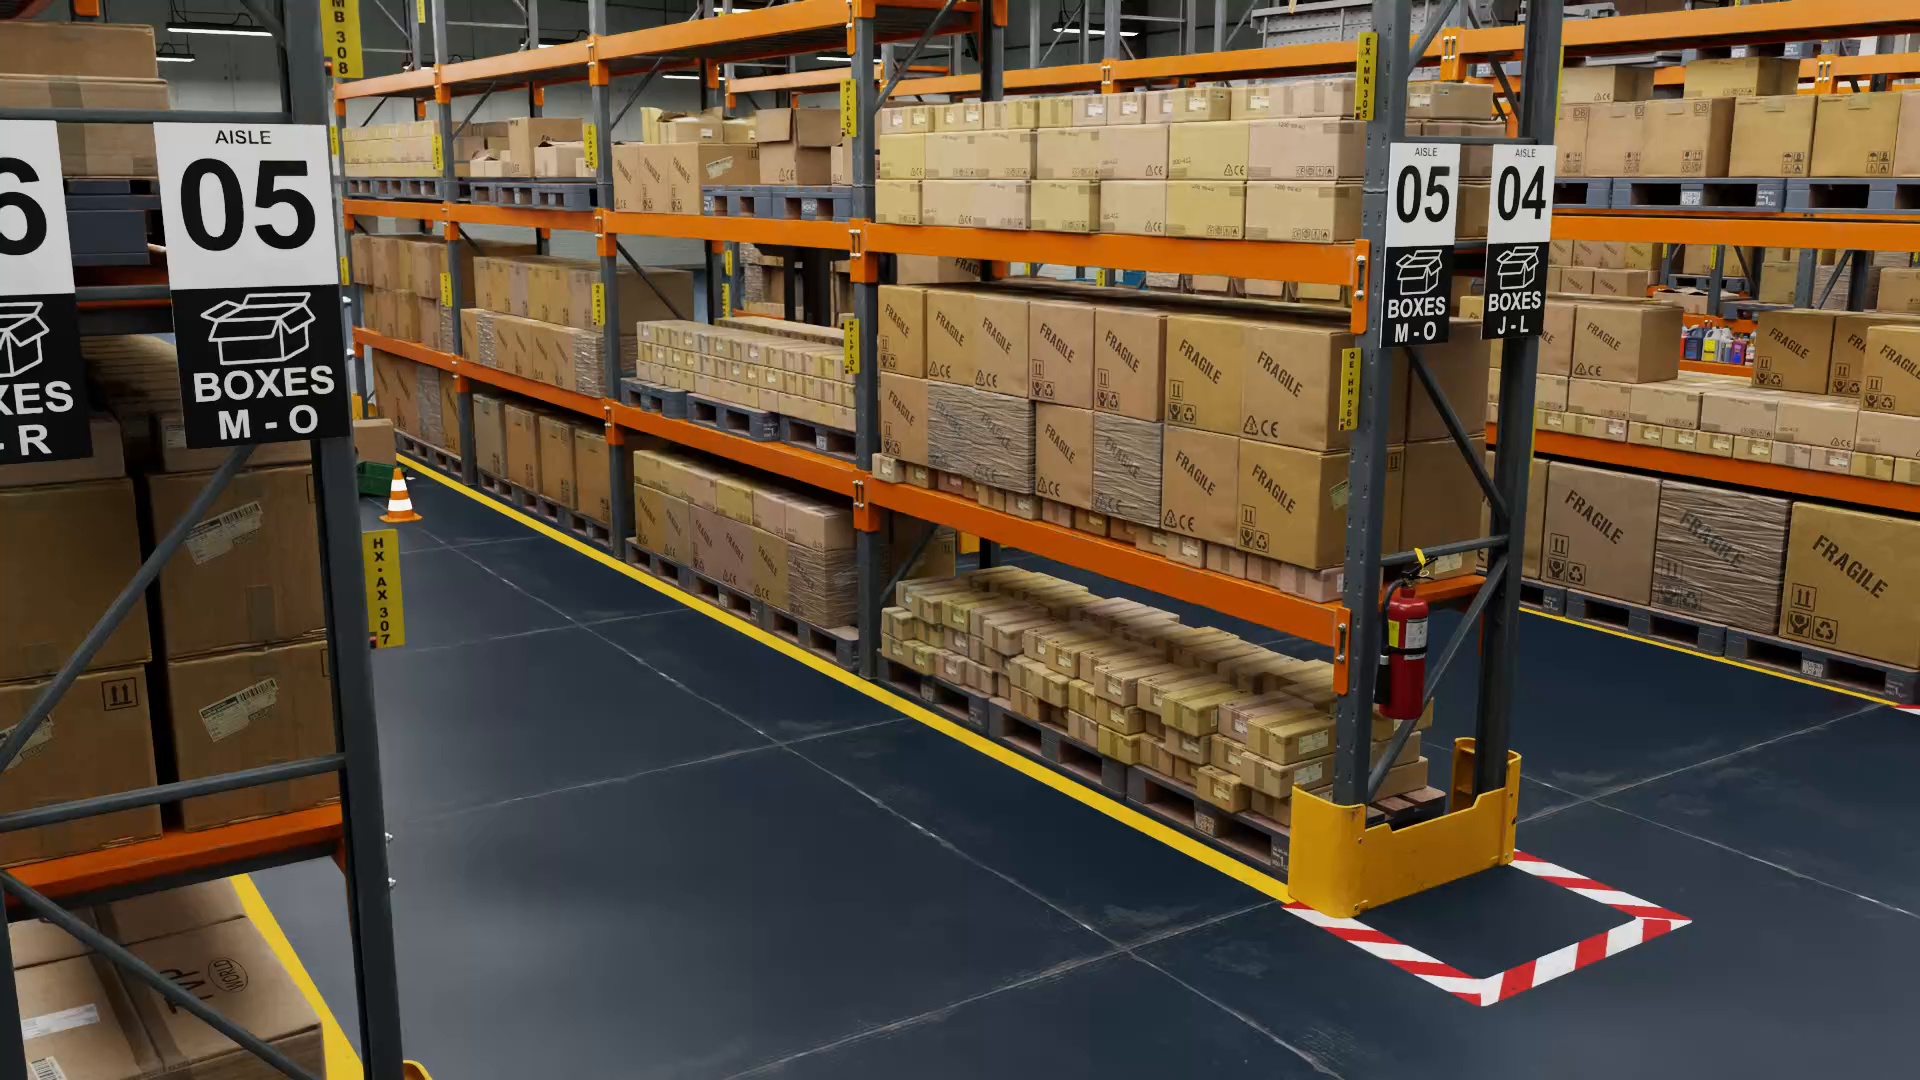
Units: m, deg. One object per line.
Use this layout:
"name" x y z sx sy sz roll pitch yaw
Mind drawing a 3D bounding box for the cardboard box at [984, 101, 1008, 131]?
"cardboard box" 0.350 -2.220 8.719 0.380 0.149 0.250 -9 15 -35

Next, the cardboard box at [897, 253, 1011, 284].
"cardboard box" -0.109 -2.987 18.613 1.000 1.000 1.000 -8 15 -32

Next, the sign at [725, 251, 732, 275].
"sign" -3.100 -3.717 22.310 0.100 0.325 0.005 -8 15 -33

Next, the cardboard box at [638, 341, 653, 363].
"cardboard box" -2.301 -1.484 13.037 0.380 0.149 0.250 -7 14 -30

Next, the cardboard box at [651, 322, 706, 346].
"cardboard box" -2.155 -1.587 12.809 0.380 0.149 0.250 -9 15 -34

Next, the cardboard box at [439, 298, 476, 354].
"cardboard box" -4.832 -2.215 17.119 0.875 0.550 0.550 -8 15 -33

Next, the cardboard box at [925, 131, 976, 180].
"cardboard box" 0.154 -2.088 9.048 0.500 0.250 0.500 -8 15 -33

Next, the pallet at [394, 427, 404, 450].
"pallet" -6.325 -1.294 19.784 1.003 0.211 1.213 -8 15 -33

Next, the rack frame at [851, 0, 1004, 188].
"rack frame" -0.185 -3.586 9.694 1.000 3.000 0.127 -8 15 -33

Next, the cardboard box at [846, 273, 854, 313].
"cardboard box" -0.878 -3.021 20.226 0.875 0.500 0.500 -8 15 -33

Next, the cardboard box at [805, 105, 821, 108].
"cardboard box" -1.231 -2.987 11.952 0.396 0.266 0.258 -8 15 -33

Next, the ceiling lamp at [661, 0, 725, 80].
"ceiling lamp" -7.780 -14.938 47.945 2.000 3.185 0.800 -8 15 -33

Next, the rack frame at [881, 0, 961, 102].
"rack frame" -0.432 -5.578 18.803 1.000 3.000 0.127 -8 15 -33

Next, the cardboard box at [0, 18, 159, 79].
"cardboard box" -3.026 -1.484 5.655 0.500 0.500 0.500 -8 15 -32

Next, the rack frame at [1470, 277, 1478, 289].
"rack frame" 5.907 -2.522 18.871 1.000 3.000 0.127 -8 15 -33

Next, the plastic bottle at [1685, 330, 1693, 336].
"plastic bottle" 7.248 -1.952 16.568 0.097 0.271 0.097 0 12 0

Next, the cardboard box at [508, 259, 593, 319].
"cardboard box" -3.771 -2.346 15.495 0.700 0.500 0.500 -8 15 -32

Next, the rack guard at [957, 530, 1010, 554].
"rack guard" 0.234 -0.047 13.992 0.587 0.250 0.087 -8 15 -33

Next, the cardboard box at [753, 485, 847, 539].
"cardboard box" -1.082 -0.201 11.371 0.500 0.250 0.500 -7 14 -30

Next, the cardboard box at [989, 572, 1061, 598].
"cardboard box" 0.403 0.315 10.196 0.380 0.149 0.250 -8 15 -32

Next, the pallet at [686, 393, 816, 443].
"pallet" -1.270 -0.925 12.021 1.003 0.211 1.213 -8 15 -33

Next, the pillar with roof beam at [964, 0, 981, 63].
"pillar with roof beam" -2.727 -10.717 42.306 9.100 9.000 0.548 -8 15 -33

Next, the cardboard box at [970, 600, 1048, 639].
"cardboard box" 0.281 0.467 9.504 0.380 0.149 0.250 -9 15 -34

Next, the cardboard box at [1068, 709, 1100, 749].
"cardboard box" 0.789 0.953 8.673 0.380 0.149 0.250 -8 15 -32

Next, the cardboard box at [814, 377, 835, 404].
"cardboard box" -0.717 -0.977 10.716 0.380 0.149 0.250 -8 15 -32

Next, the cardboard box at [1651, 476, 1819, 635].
"cardboard box" 5.291 0.054 11.084 0.875 0.875 0.875 -8 15 -33

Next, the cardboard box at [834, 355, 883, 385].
"cardboard box" -0.570 -1.076 10.474 0.380 0.149 0.250 -7 14 -30

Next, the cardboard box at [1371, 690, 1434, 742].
"cardboard box" 2.024 0.820 7.888 0.380 0.149 0.250 -9 15 -35

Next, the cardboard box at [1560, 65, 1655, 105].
"cardboard box" 4.516 -3.191 11.702 0.500 0.250 0.500 -9 15 -36

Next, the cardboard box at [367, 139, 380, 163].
"cardboard box" -6.217 -4.284 18.349 0.500 0.250 0.500 -8 15 -33

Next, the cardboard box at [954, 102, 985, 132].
"cardboard box" 0.190 -2.264 8.918 0.380 0.149 0.250 -9 15 -34

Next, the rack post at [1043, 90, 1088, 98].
"rack post" 1.788 -6.481 24.106 0.937 0.300 0.954 -6 14 -27

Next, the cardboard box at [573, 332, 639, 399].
"cardboard box" -2.874 -1.463 13.798 0.500 0.500 0.500 -8 15 -33

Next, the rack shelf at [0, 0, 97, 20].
"rack shelf" -5.358 -2.791 8.679 1.077 0.370 4.000 -8 15 -33

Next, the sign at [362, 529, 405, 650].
"sign" -1.568 0.134 4.515 0.100 0.325 0.005 -8 15 -33

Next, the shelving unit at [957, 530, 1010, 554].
"shelving unit" -0.042 -0.746 14.264 0.587 1.500 1.083 -8 15 -33

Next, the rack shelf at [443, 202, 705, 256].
"rack shelf" -3.509 -2.836 14.971 1.077 0.370 4.000 -8 15 -33

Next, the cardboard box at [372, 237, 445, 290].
"cardboard box" -6.082 -3.117 18.714 0.875 0.550 0.550 -8 15 -33

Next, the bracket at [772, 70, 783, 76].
"bracket" -5.857 -15.004 53.482 0.235 0.232 0.430 -8 15 -33

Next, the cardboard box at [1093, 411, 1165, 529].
"cardboard box" 0.998 -0.368 8.095 0.500 0.500 0.500 -8 15 -33

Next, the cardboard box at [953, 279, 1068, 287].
"cardboard box" 0.301 -1.286 9.950 0.500 0.500 0.500 -9 15 -35

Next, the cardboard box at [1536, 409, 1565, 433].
"cardboard box" 4.326 -0.869 11.903 0.380 0.149 0.250 -9 15 -34

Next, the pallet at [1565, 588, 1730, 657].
"pallet" 5.036 0.500 11.582 1.003 0.211 1.213 -8 15 -33

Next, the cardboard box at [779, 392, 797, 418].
"cardboard box" -0.989 -0.920 11.152 0.380 0.149 0.250 -9 15 -36

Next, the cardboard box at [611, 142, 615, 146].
"cardboard box" -3.181 -3.377 14.754 0.500 0.311 0.500 -8 15 -34

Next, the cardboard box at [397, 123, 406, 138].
"cardboard box" -5.648 -4.271 17.355 0.380 0.149 0.250 -8 15 -33

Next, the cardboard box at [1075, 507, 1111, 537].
"cardboard box" 0.814 -0.130 8.523 0.380 0.149 0.250 -8 15 -32

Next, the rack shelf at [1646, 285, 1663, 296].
"rack shelf" 10.830 -4.410 29.190 1.077 0.370 4.000 -8 15 -33

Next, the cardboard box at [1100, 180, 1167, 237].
"cardboard box" 1.007 -1.565 7.826 0.500 0.250 0.500 -7 14 -30

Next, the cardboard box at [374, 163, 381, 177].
"cardboard box" -6.211 -4.062 18.266 0.380 0.149 0.250 -8 15 -33

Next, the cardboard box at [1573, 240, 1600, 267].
"cardboard box" 10.868 -4.935 28.456 0.500 0.500 0.500 -9 15 -34

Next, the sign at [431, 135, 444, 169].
"sign" -5.079 -3.768 16.155 0.100 0.325 0.005 -8 15 -33

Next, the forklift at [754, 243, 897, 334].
"forklift" -1.320 -1.935 16.348 1.130 2.935 3.031 -8 15 -31

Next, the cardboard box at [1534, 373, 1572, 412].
"cardboard box" 4.314 -1.092 11.991 0.500 0.250 0.500 -8 15 -33

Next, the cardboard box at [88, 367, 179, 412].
"cardboard box" -2.603 -0.473 5.410 0.380 0.149 0.250 -8 15 -32

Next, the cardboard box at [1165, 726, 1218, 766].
"cardboard box" 1.212 0.946 8.006 0.380 0.149 0.250 -9 15 -35

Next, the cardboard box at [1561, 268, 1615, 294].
"cardboard box" 8.798 -3.546 23.323 0.500 0.500 0.500 -8 15 -33
